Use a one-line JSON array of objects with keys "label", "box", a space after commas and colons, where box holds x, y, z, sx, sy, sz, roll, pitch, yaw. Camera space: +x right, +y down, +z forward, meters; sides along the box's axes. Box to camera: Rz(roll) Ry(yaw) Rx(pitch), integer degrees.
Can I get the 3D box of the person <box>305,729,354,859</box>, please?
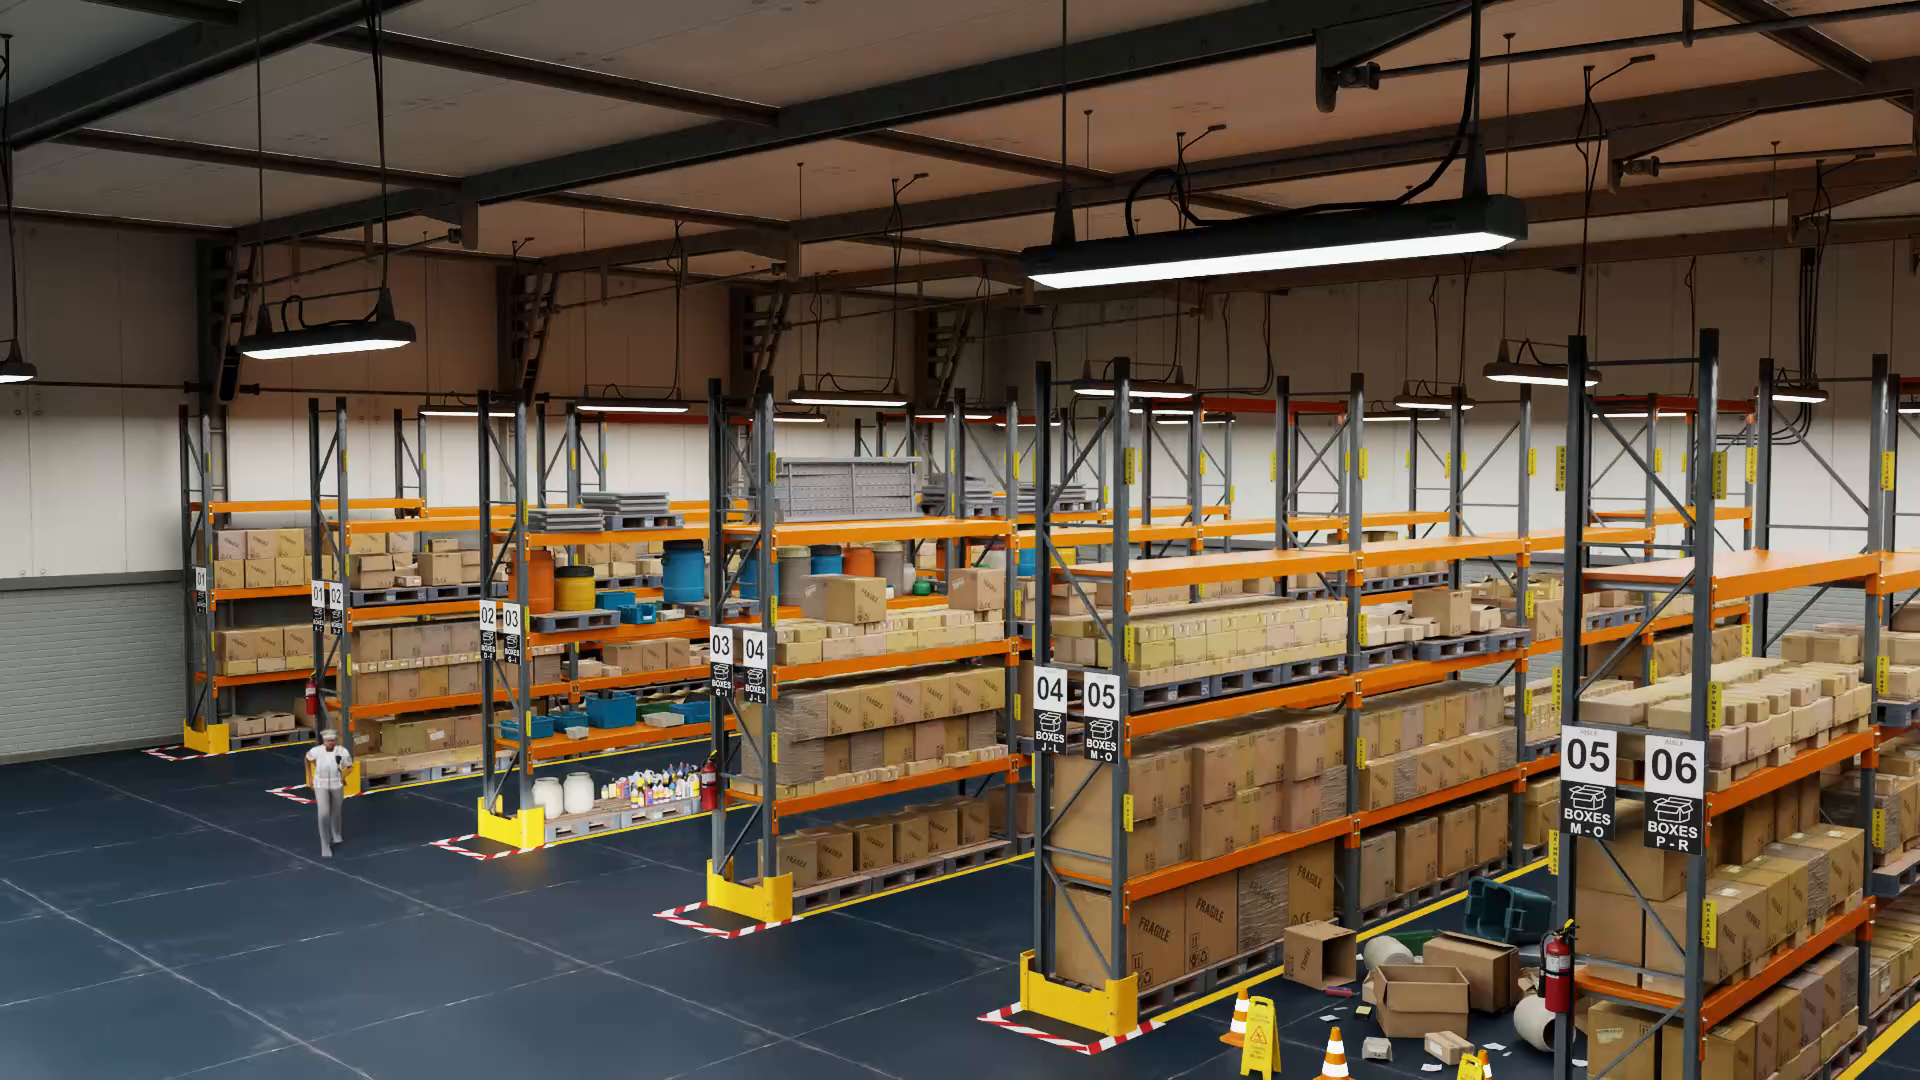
[{"label": "person", "box": [-8.150, 3.230, 21.511, 0.594, 1.675, 0.887, -1, 3, -23]}]
